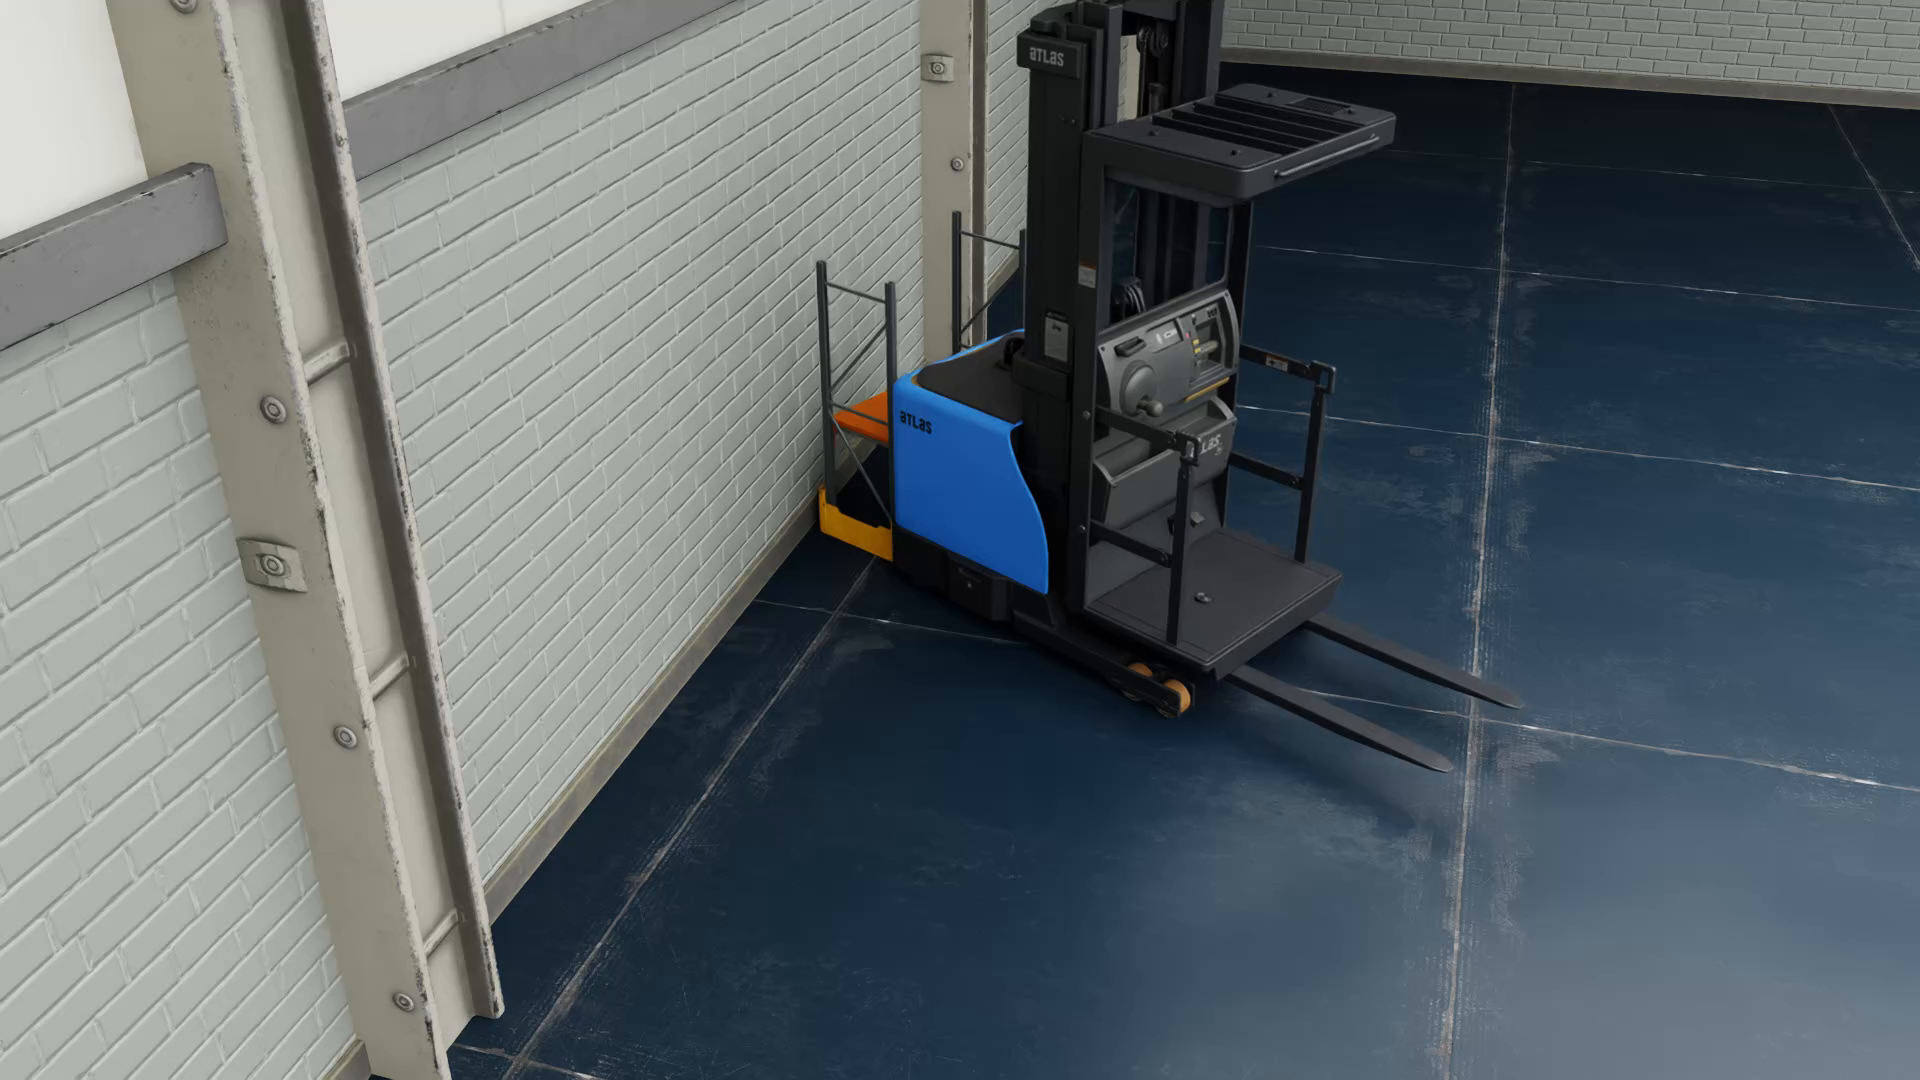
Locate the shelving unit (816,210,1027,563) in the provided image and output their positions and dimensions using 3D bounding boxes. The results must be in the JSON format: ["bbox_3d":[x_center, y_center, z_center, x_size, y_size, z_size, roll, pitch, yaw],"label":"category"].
[{"bbox_3d":[-0.179,-0.814,8.671,0.587,1.500,1.083,23,36,35],"label":"shelving unit"}]

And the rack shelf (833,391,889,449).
[{"bbox_3d":[-0.173,-0.660,8.764,0.538,0.185,1.000,23,36,35],"label":"rack shelf"}]

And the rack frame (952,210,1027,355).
[{"bbox_3d":[0.157,-1.005,9.014,0.500,1.500,0.032,23,36,35],"label":"rack frame"}]

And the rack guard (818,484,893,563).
[{"bbox_3d":[-0.502,-0.084,8.643,0.587,0.250,0.087,23,36,35],"label":"rack guard"}]

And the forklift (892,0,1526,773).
[{"bbox_3d":[1.074,-0.784,7.144,3.031,2.935,1.130,25,38,37],"label":"forklift"}]

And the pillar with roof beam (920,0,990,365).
[{"bbox_3d":[4.085,-4.401,7.405,9.100,9.000,0.400,8,30,15],"label":"pillar with roof beam"}]

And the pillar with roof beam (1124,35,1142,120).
[{"bbox_3d":[5.846,-7.190,12.418,9.100,9.000,0.400,8,30,15],"label":"pillar with roof beam"}]

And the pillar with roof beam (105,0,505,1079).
[{"bbox_3d":[2.324,-1.613,2.393,9.100,9.000,0.400,8,30,15],"label":"pillar with roof beam"}]

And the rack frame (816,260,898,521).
[{"bbox_3d":[-0.503,-0.629,8.339,0.500,1.500,0.032,23,36,35],"label":"rack frame"}]
